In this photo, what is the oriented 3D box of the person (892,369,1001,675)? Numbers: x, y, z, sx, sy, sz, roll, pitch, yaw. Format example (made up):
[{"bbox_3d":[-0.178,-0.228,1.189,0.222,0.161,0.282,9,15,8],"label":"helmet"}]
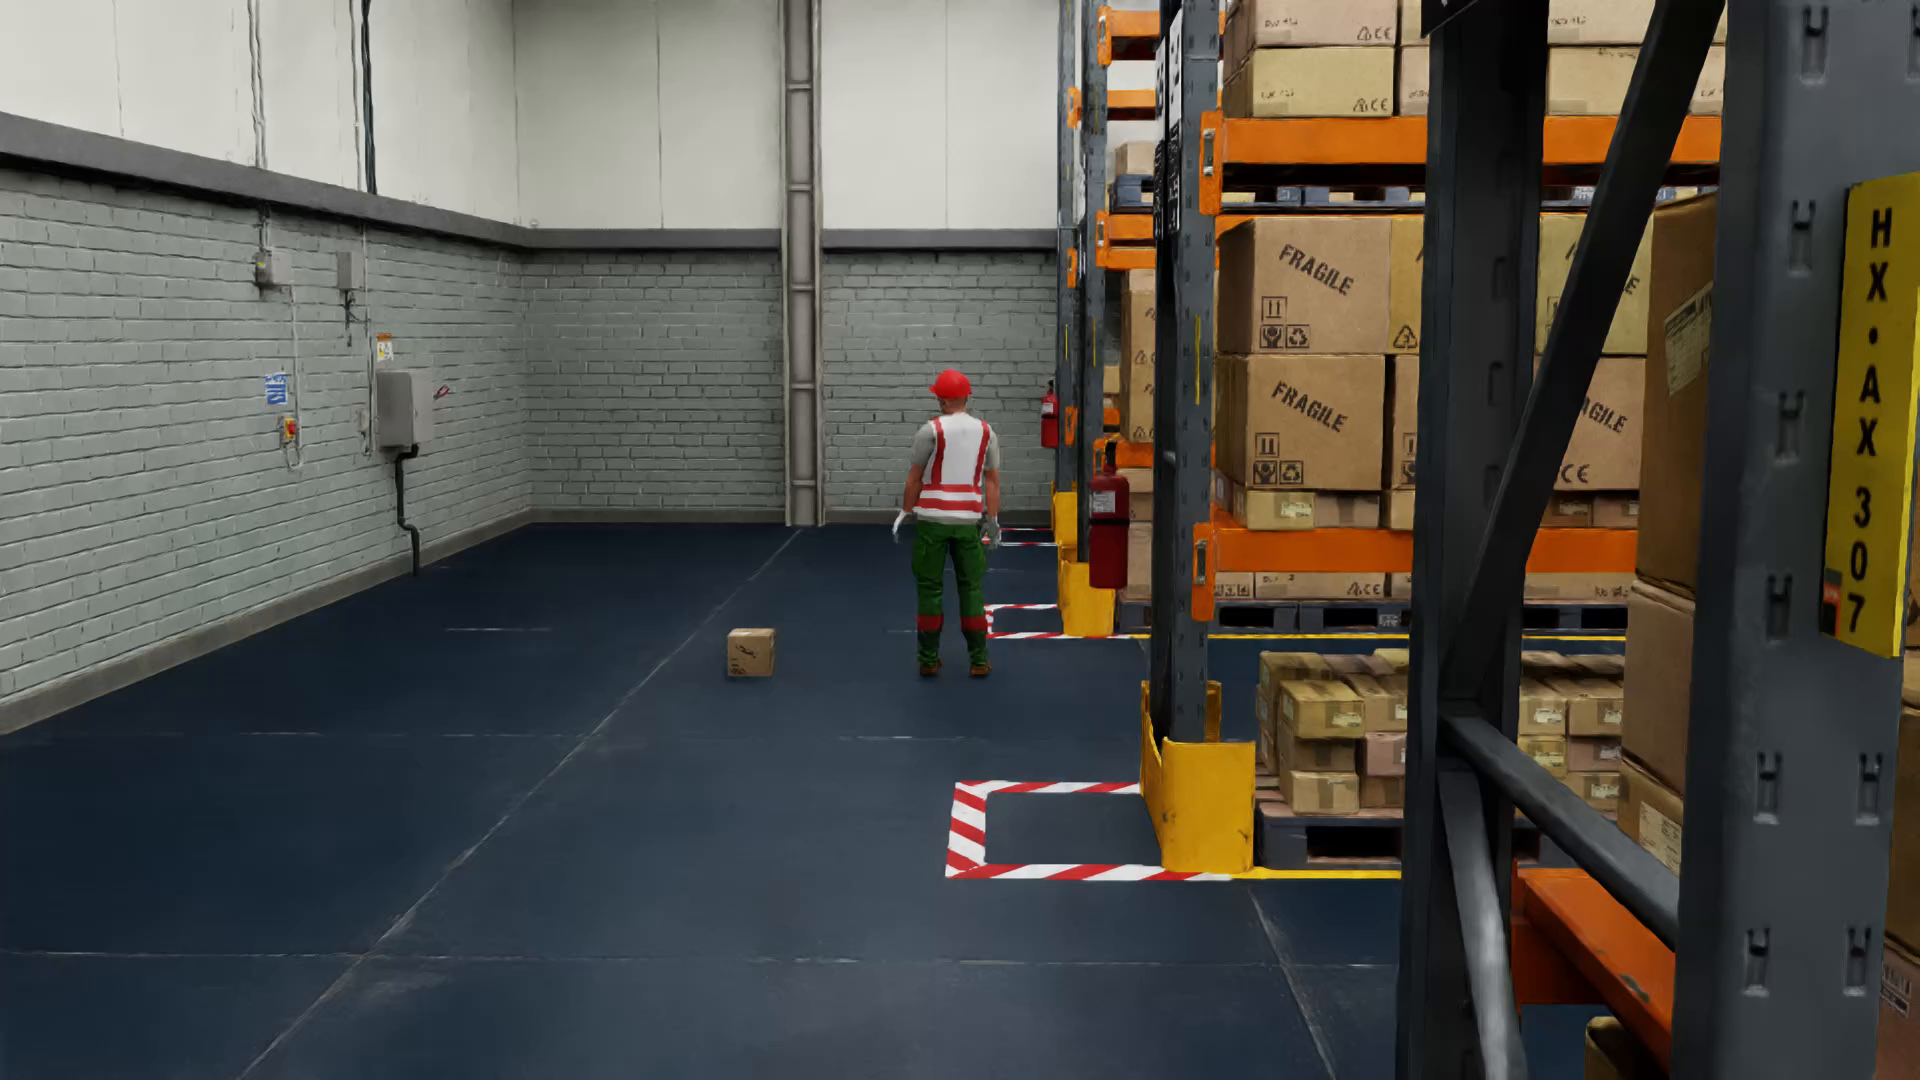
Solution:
[{"bbox_3d":[-0.072,-0.103,9.784,0.634,1.796,0.388,-3,8,-19],"label":"person"}]
